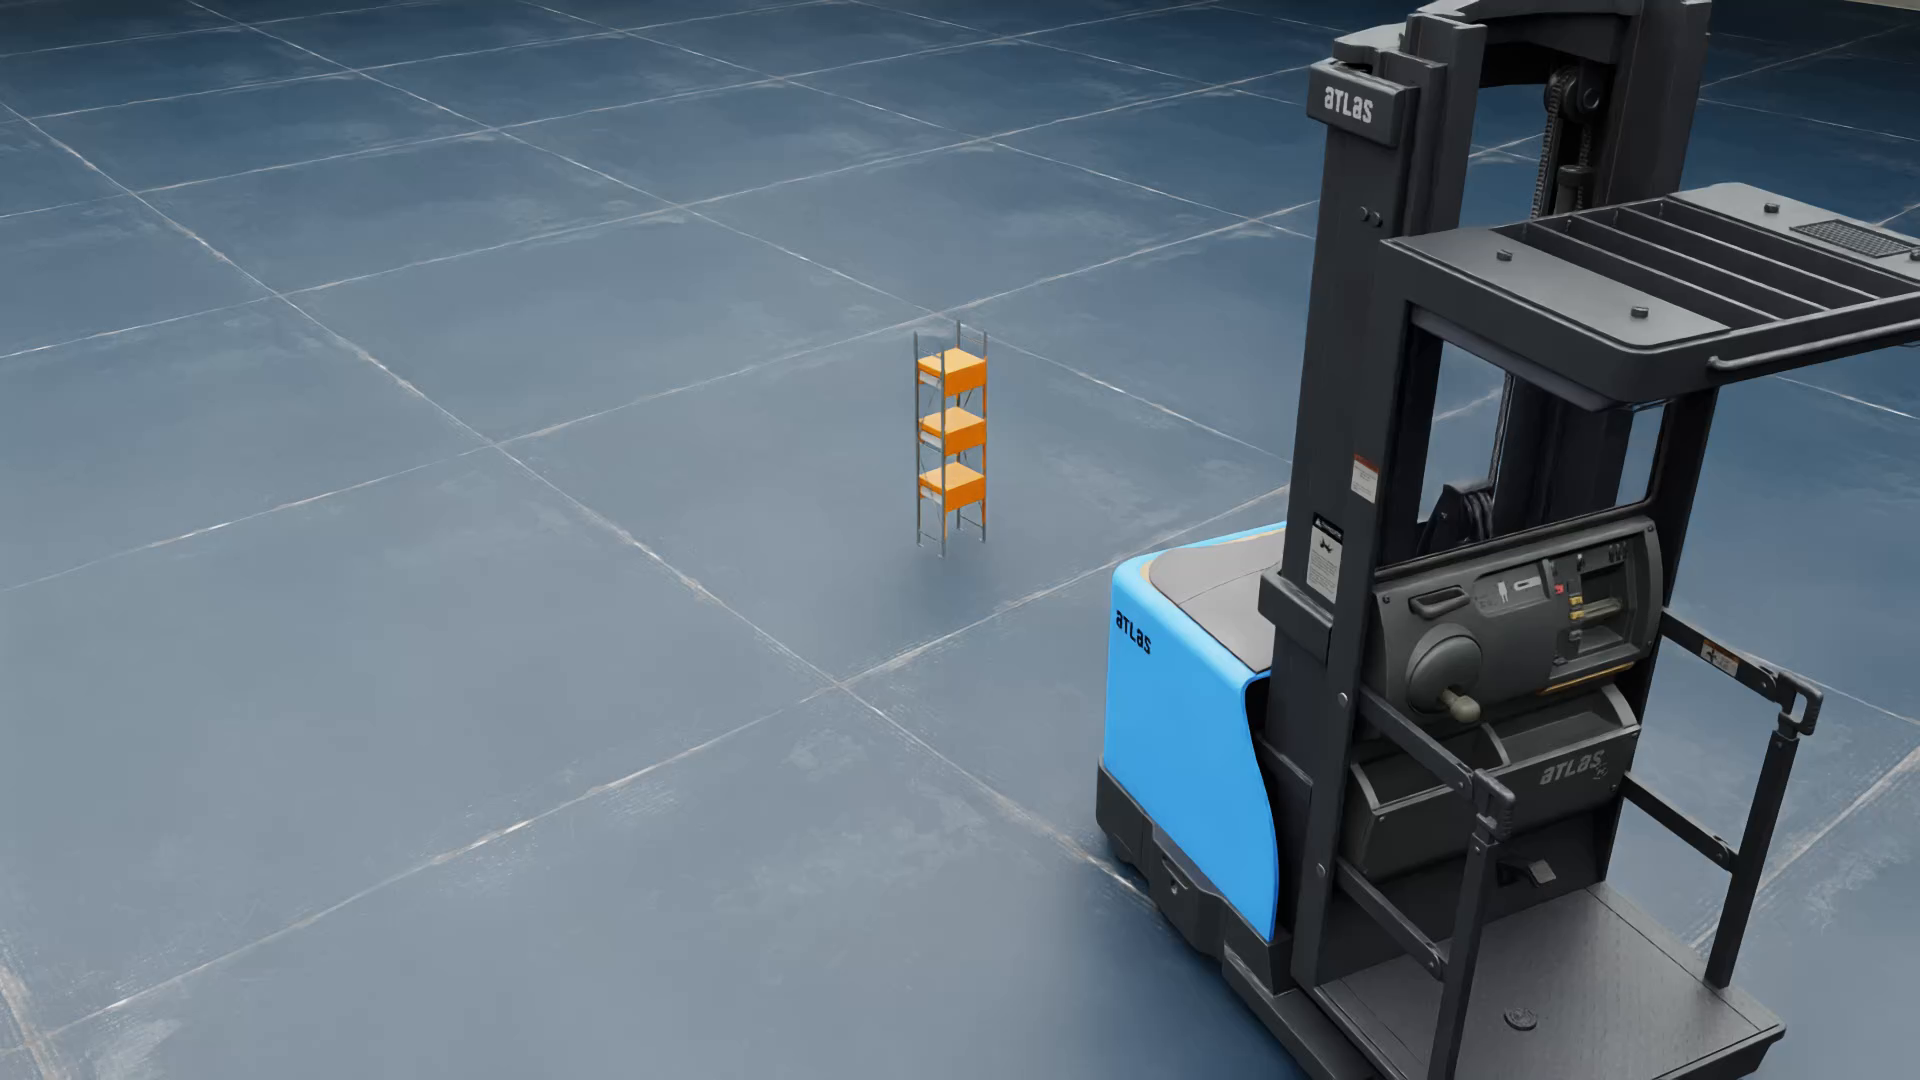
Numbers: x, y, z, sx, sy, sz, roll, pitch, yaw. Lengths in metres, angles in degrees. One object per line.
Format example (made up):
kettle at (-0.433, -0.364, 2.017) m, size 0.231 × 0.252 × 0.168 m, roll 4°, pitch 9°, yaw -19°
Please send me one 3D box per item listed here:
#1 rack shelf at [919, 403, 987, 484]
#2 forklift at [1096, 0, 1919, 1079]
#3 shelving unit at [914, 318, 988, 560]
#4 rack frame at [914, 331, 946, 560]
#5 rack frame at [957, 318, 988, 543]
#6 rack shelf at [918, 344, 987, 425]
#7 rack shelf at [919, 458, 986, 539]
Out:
rack shelf at (-0.041, -0.437, 7.477) m, size 0.240 × 0.259 × 0.215 m, roll -22°, pitch 35°, yaw -35°
forklift at (1.562, 0.252, 4.169) m, size 1.130 × 2.935 × 3.031 m, roll -13°, pitch 31°, yaw -22°
shelving unit at (-0.041, -0.447, 7.472) m, size 0.252 × 1.050 × 0.215 m, roll -22°, pitch 35°, yaw -35°
rack frame at (-0.134, -0.409, 7.402) m, size 0.008 × 1.050 × 0.200 m, roll -22°, pitch 35°, yaw -35°
rack frame at (0.052, -0.484, 7.542) m, size 0.008 × 1.050 × 0.200 m, roll -22°, pitch 35°, yaw -35°
rack shelf at (-0.041, -0.688, 7.343) m, size 0.240 × 0.259 × 0.215 m, roll -22°, pitch 35°, yaw -35°
rack shelf at (-0.041, -0.192, 7.608) m, size 0.240 × 0.259 × 0.215 m, roll -22°, pitch 35°, yaw -35°
